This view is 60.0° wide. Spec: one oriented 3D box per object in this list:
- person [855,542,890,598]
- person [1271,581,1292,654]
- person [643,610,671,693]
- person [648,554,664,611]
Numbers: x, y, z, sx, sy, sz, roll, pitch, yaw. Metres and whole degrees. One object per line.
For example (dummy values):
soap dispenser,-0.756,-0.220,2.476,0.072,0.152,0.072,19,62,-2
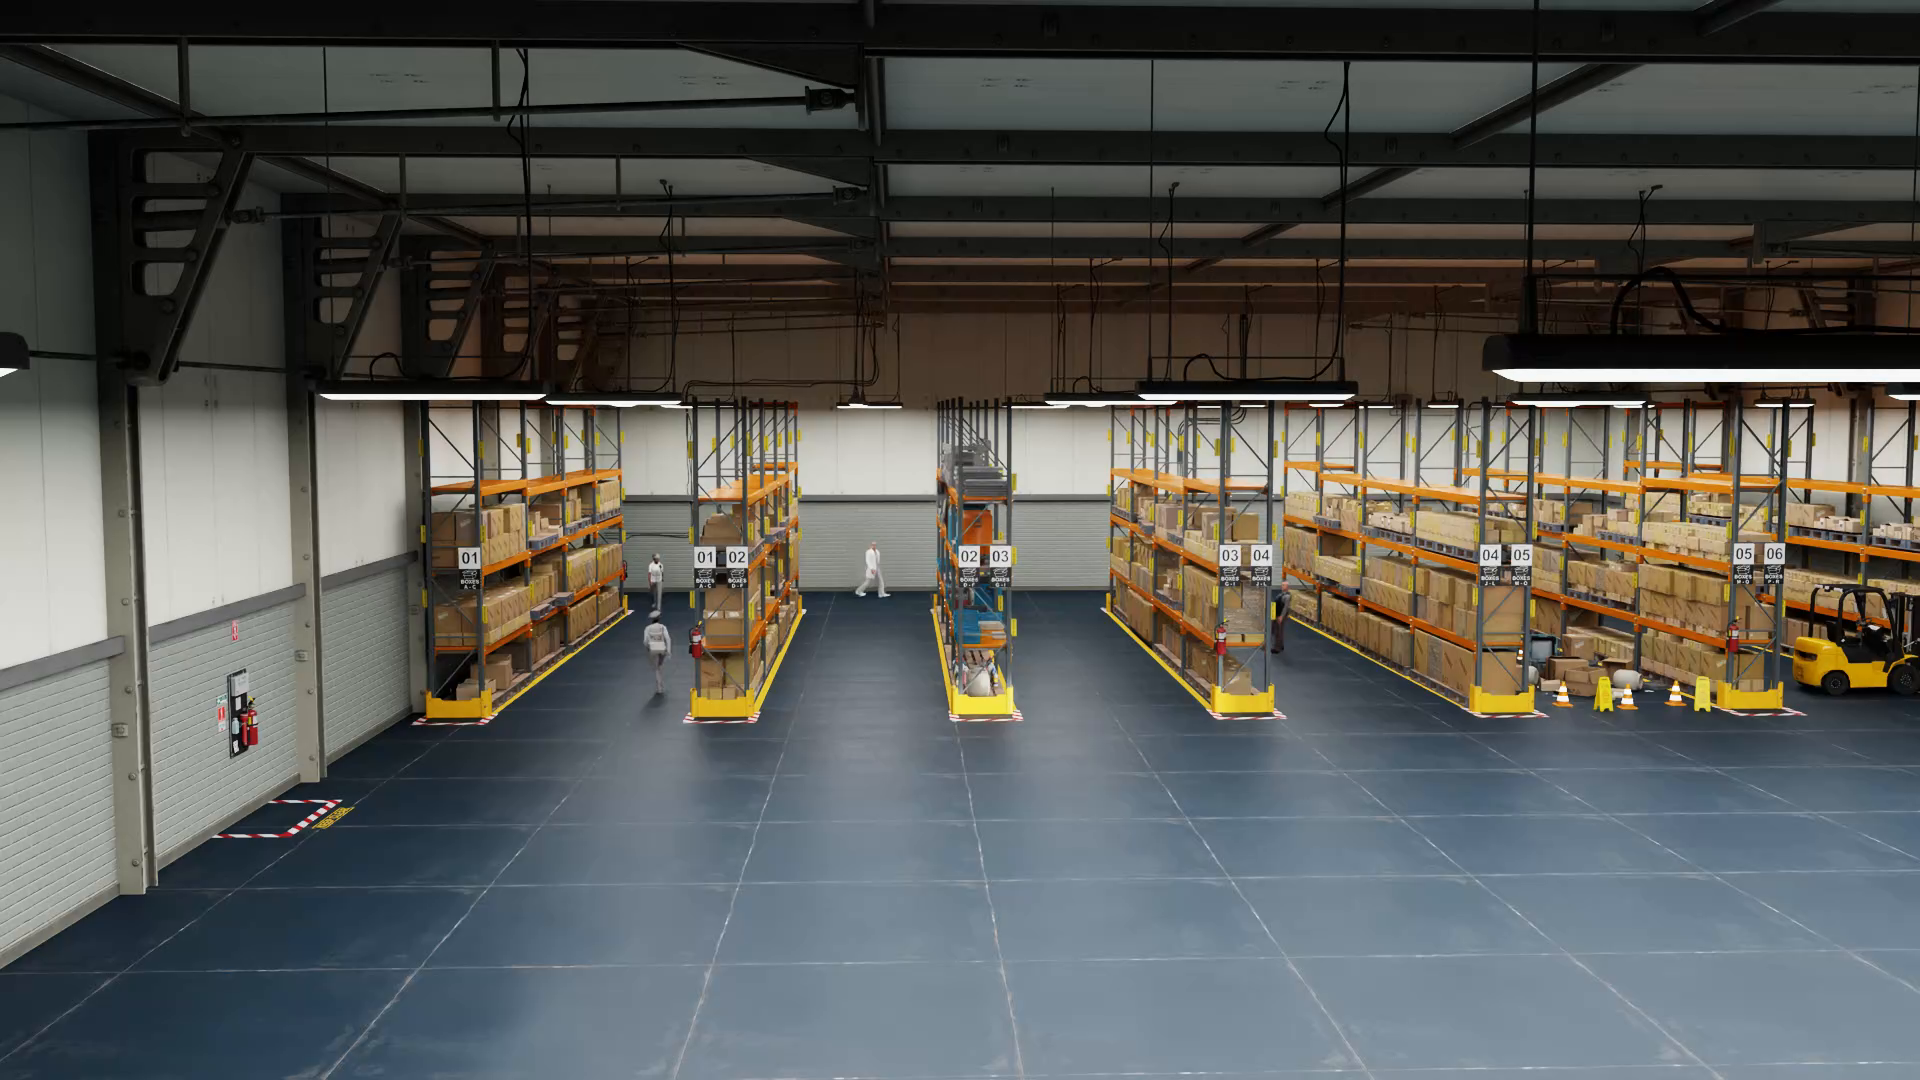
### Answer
person,-2.694,0.913,51.145,1.075,1.734,0.653,1,5,16
person,7.529,1.840,39.276,0.550,1.733,0.598,0,4,2
person,-6.214,2.304,33.931,0.479,1.737,0.616,-3,5,-36
person,-8.750,1.207,47.863,0.433,1.646,0.959,-1,4,-9
